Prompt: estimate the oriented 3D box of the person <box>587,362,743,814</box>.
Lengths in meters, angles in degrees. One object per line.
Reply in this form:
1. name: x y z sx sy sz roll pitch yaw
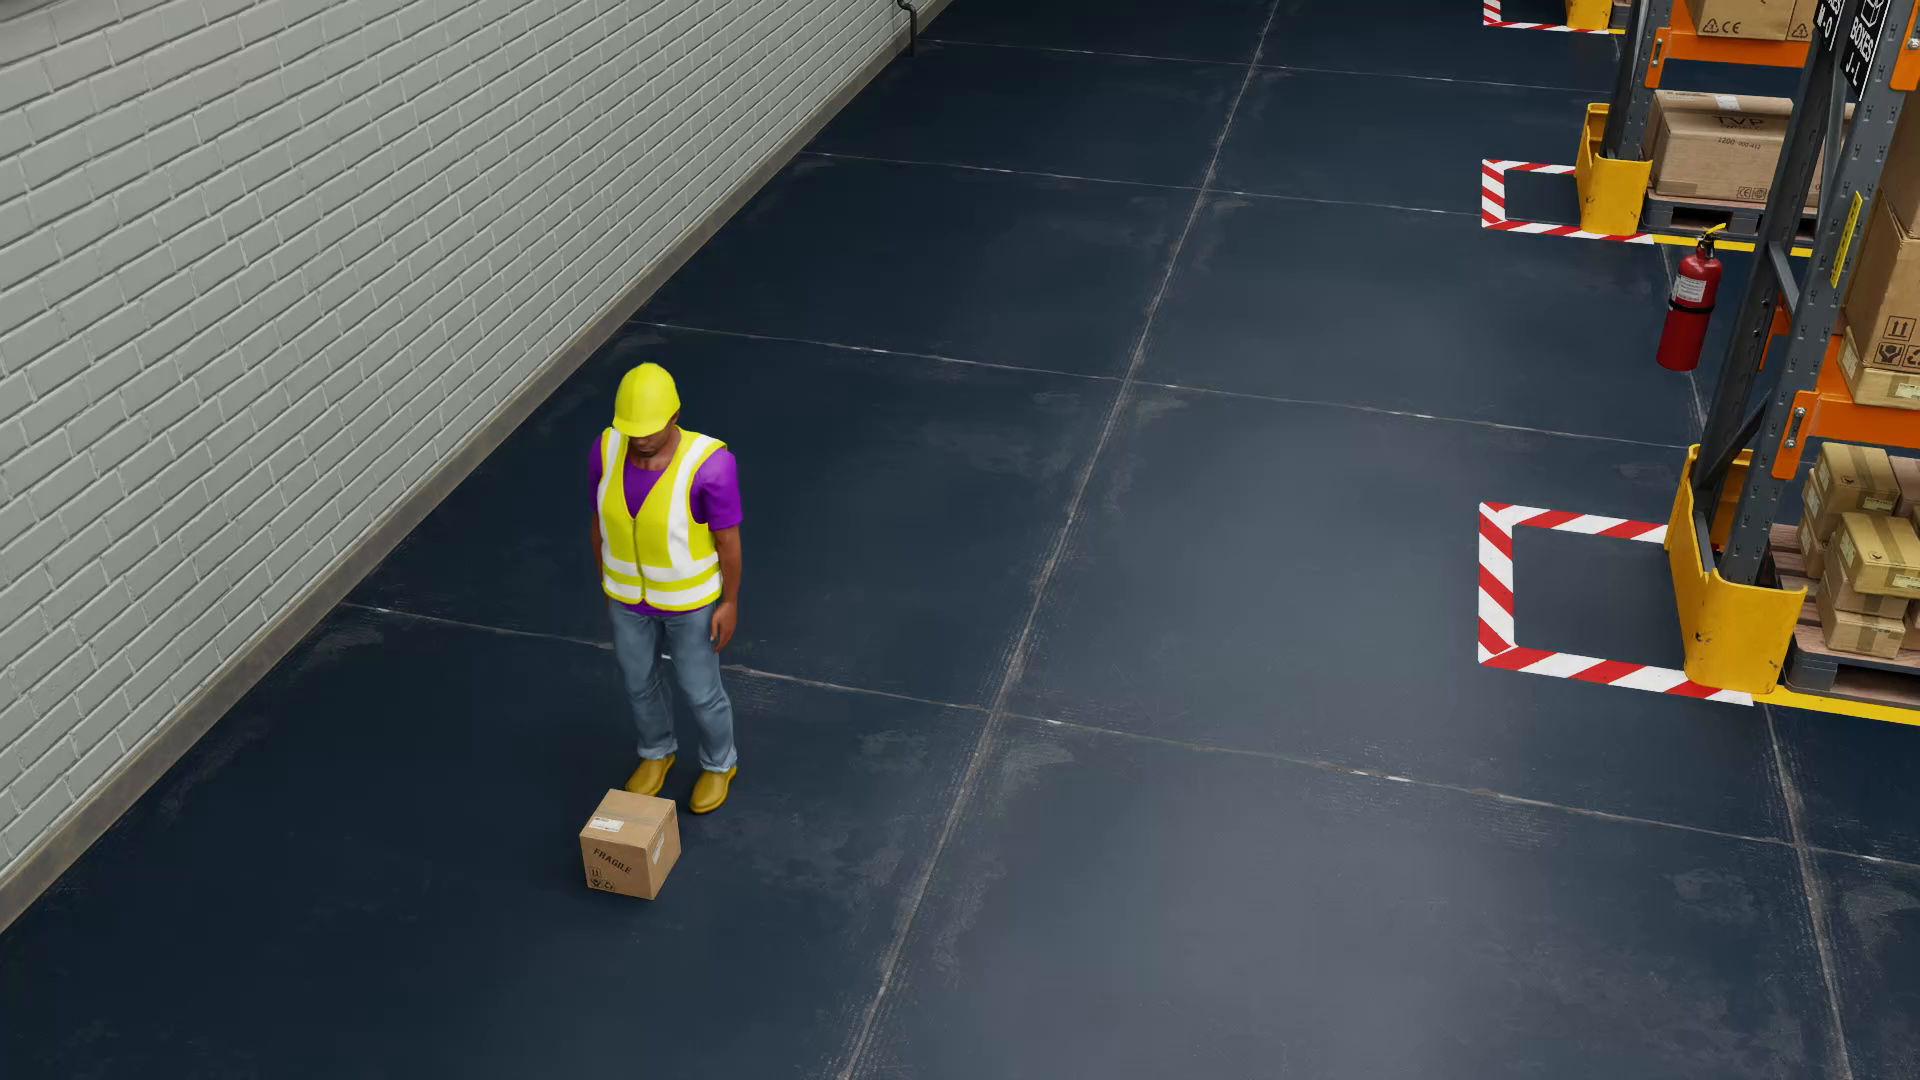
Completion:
1. person: -1.023 0.179 5.839 0.566 1.761 0.366 9 34 13
